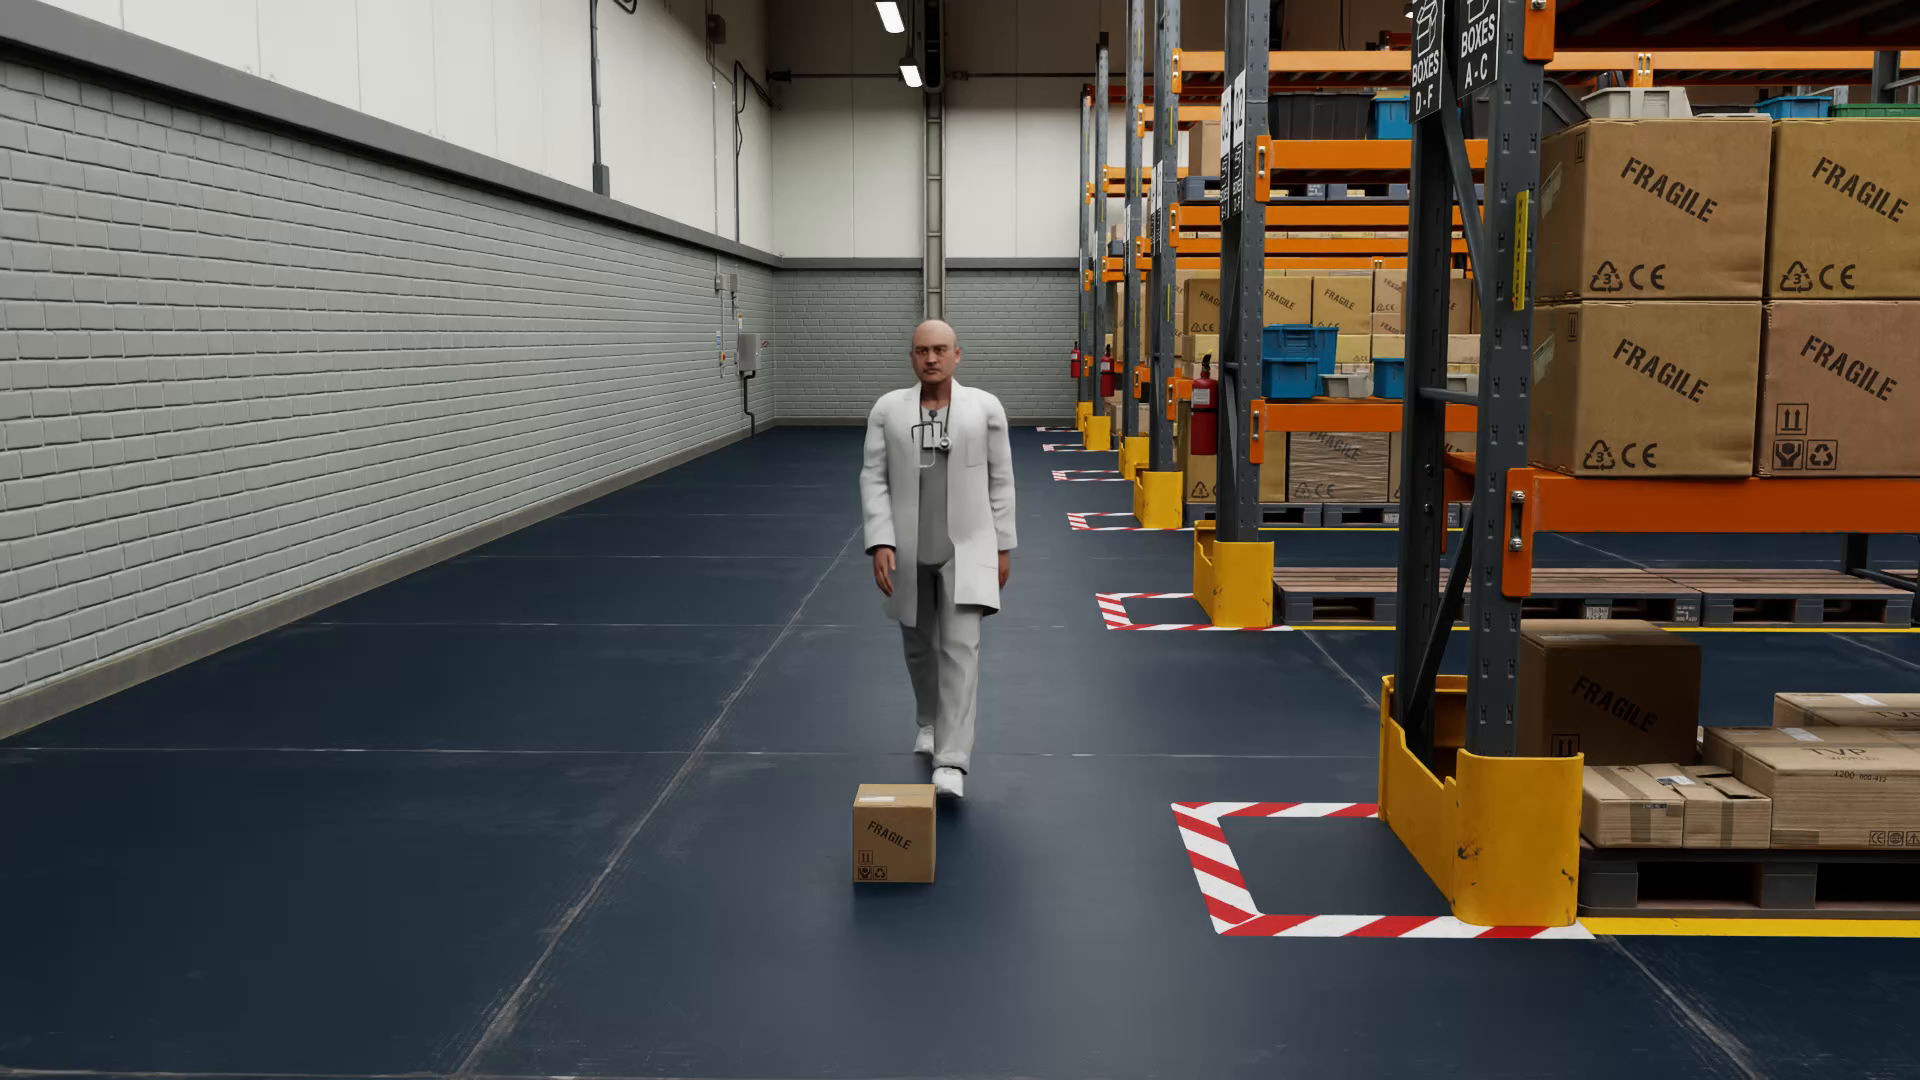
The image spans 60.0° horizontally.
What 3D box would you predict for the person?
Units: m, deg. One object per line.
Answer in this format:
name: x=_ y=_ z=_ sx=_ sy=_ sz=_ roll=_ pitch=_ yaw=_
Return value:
person: x=-0.092 y=0.044 z=6.278 sx=0.589 sy=1.737 sz=1.083 roll=1 pitch=7 yaw=8
